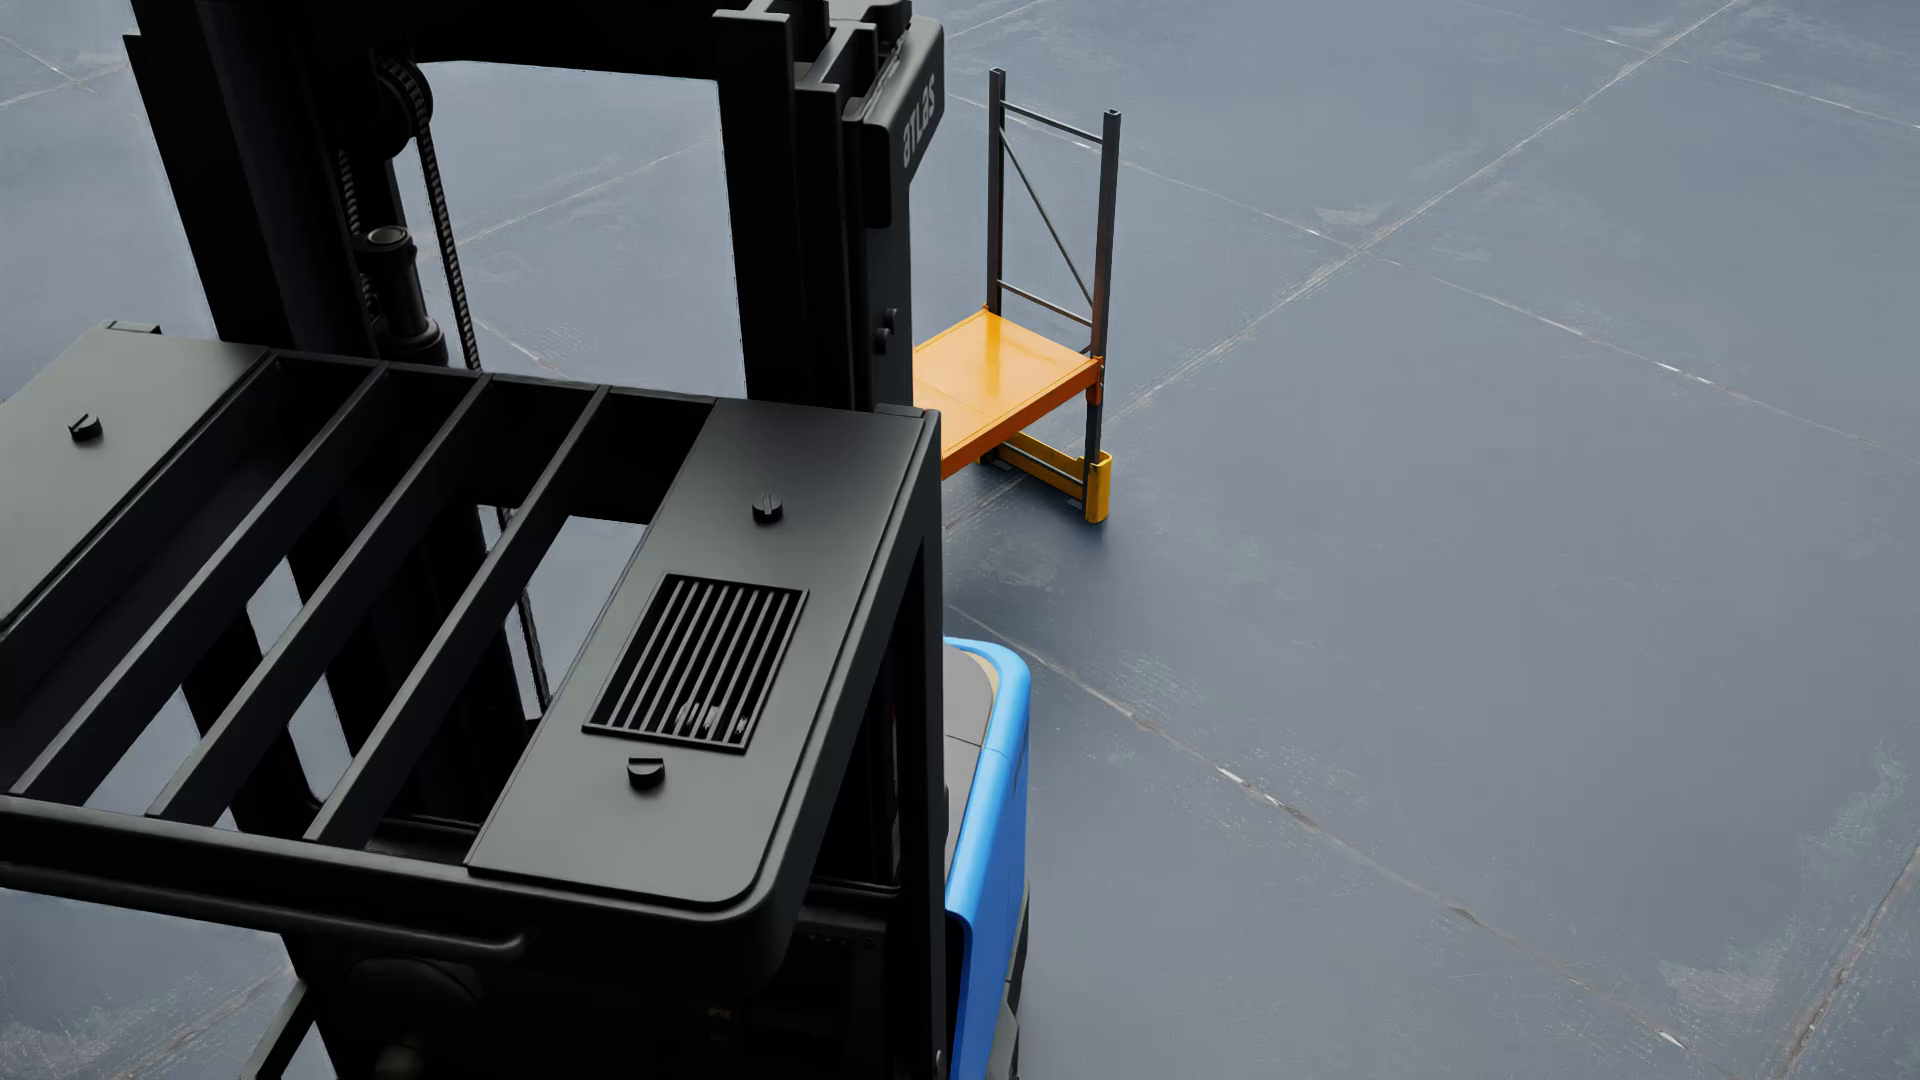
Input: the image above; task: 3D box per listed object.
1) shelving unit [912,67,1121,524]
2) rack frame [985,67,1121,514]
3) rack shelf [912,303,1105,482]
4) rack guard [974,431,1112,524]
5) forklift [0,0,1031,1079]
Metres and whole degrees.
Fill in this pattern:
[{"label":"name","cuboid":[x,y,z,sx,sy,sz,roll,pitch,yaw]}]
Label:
[{"label":"shelving unit","cuboid":[-0.051,-0.552,5.239,0.587,1.500,1.083,30,47,32]},{"label":"rack frame","cuboid":[0.285,-0.781,5.528,0.500,1.500,0.032,30,47,32]},{"label":"rack shelf","cuboid":[-0.058,-0.407,5.346,0.538,0.185,1.000,30,47,32]},{"label":"rack guard","cuboid":[0.285,-0.292,5.916,0.587,0.250,0.087,30,47,32]},{"label":"forklift","cuboid":[-0.611,0.774,2.421,1.130,2.935,3.031,7,39,9]}]
